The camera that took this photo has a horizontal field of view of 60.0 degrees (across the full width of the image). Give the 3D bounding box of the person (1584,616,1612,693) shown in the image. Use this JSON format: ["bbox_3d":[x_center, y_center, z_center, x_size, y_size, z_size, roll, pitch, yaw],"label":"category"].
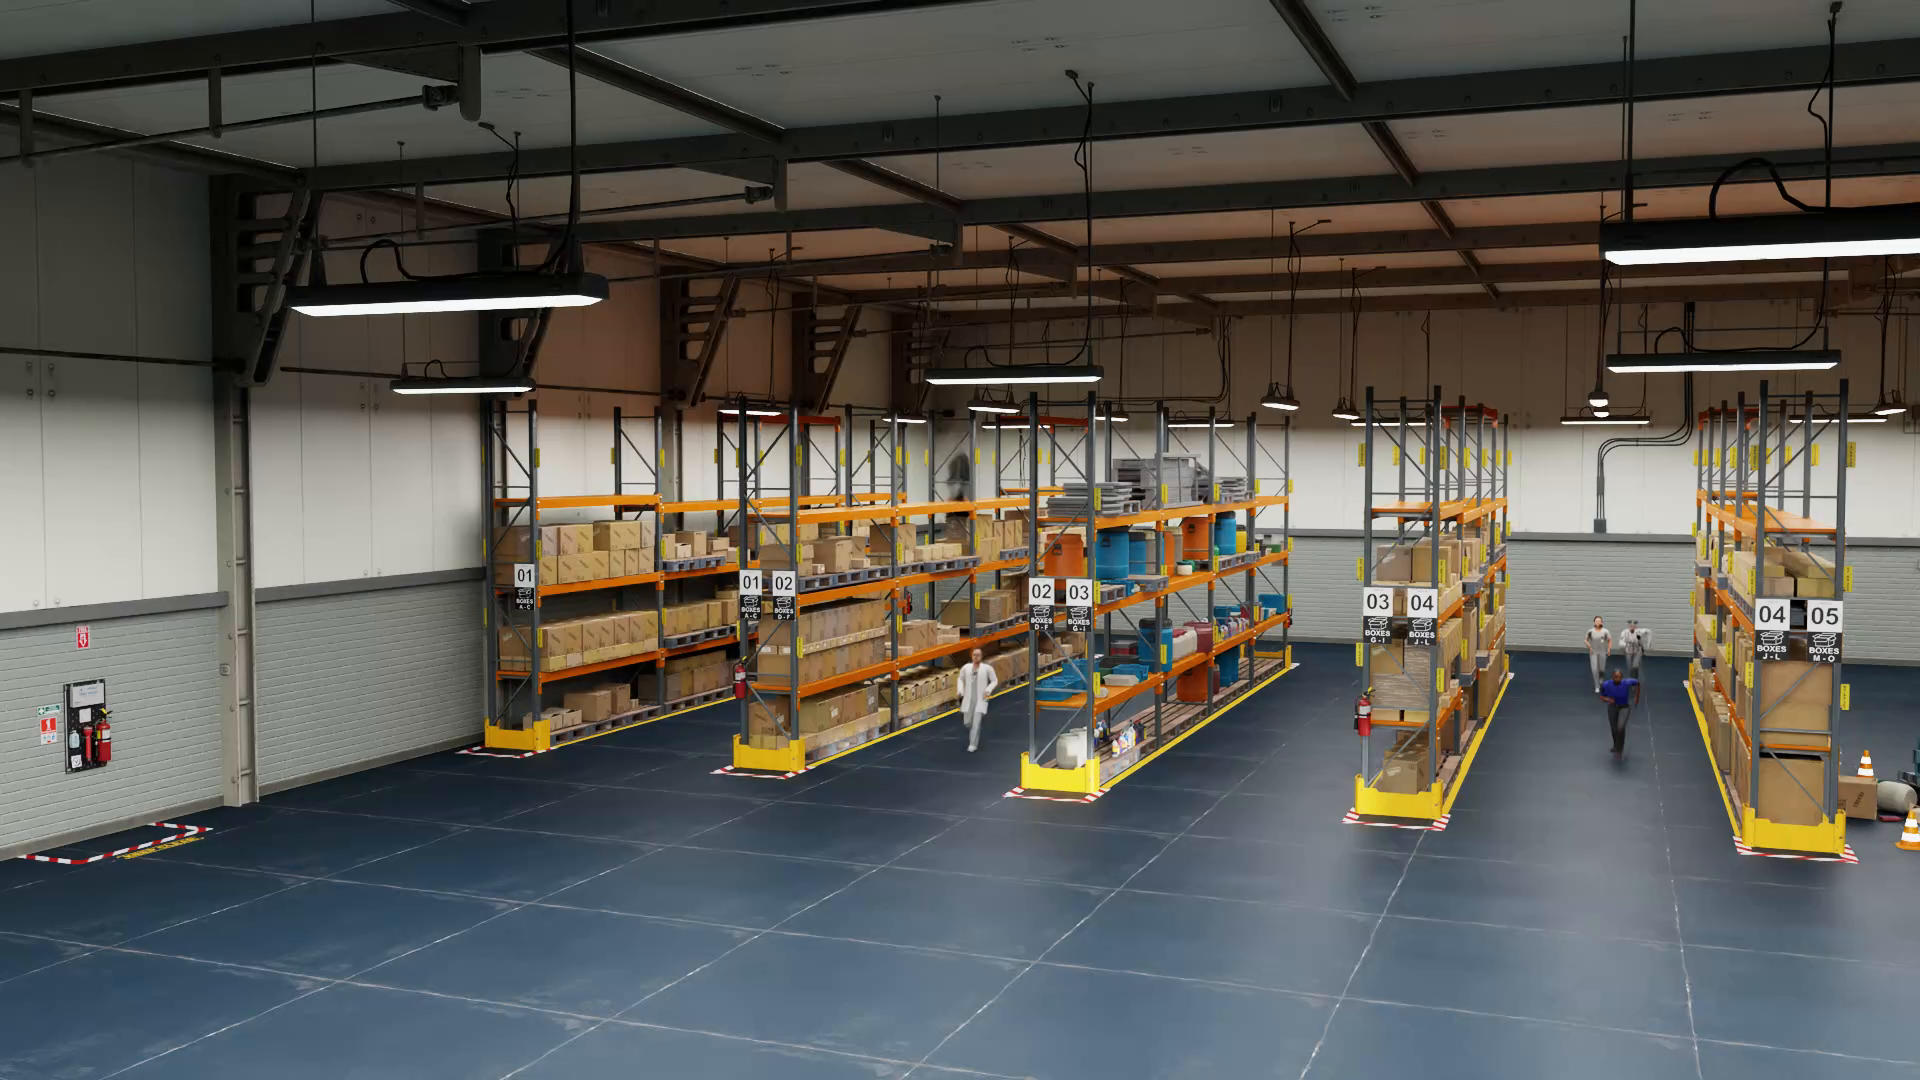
[{"bbox_3d":[13.671,2.441,35.632,0.566,1.630,0.572,1,3,22],"label":"person"}]

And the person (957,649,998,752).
[{"bbox_3d":[0.291,2.738,28.563,0.724,1.735,0.689,1,3,14],"label":"person"}]

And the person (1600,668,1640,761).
[{"bbox_3d":[10.985,2.891,27.676,0.614,1.590,0.960,1,3,26],"label":"person"}]

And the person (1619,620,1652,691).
[{"bbox_3d":[14.529,2.473,35.767,0.642,1.559,0.913,2,3,30],"label":"person"}]
